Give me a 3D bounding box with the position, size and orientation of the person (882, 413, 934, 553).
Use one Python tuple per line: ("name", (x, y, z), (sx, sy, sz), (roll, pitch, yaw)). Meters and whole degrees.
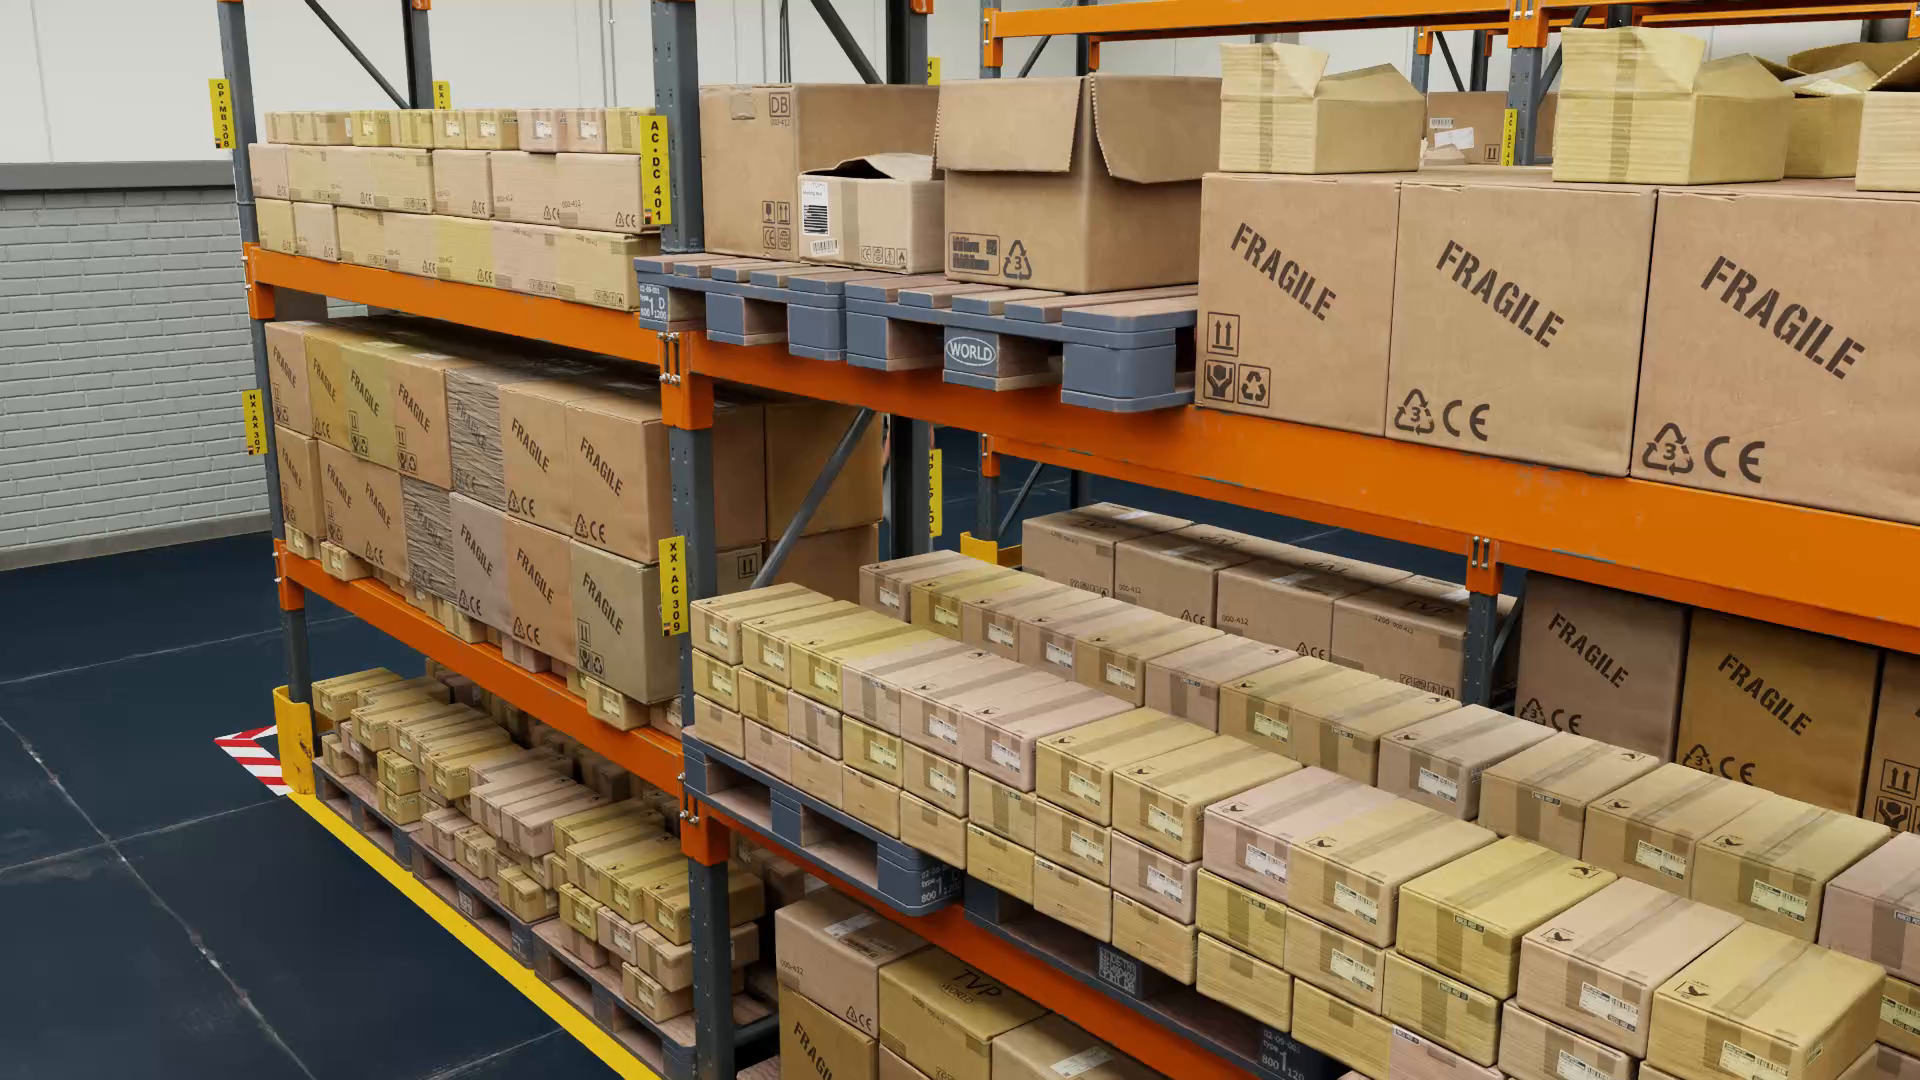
("person", (-0.360, -0.598, 12.855), (0.550, 1.655, 0.533), (11, 18, 38))
